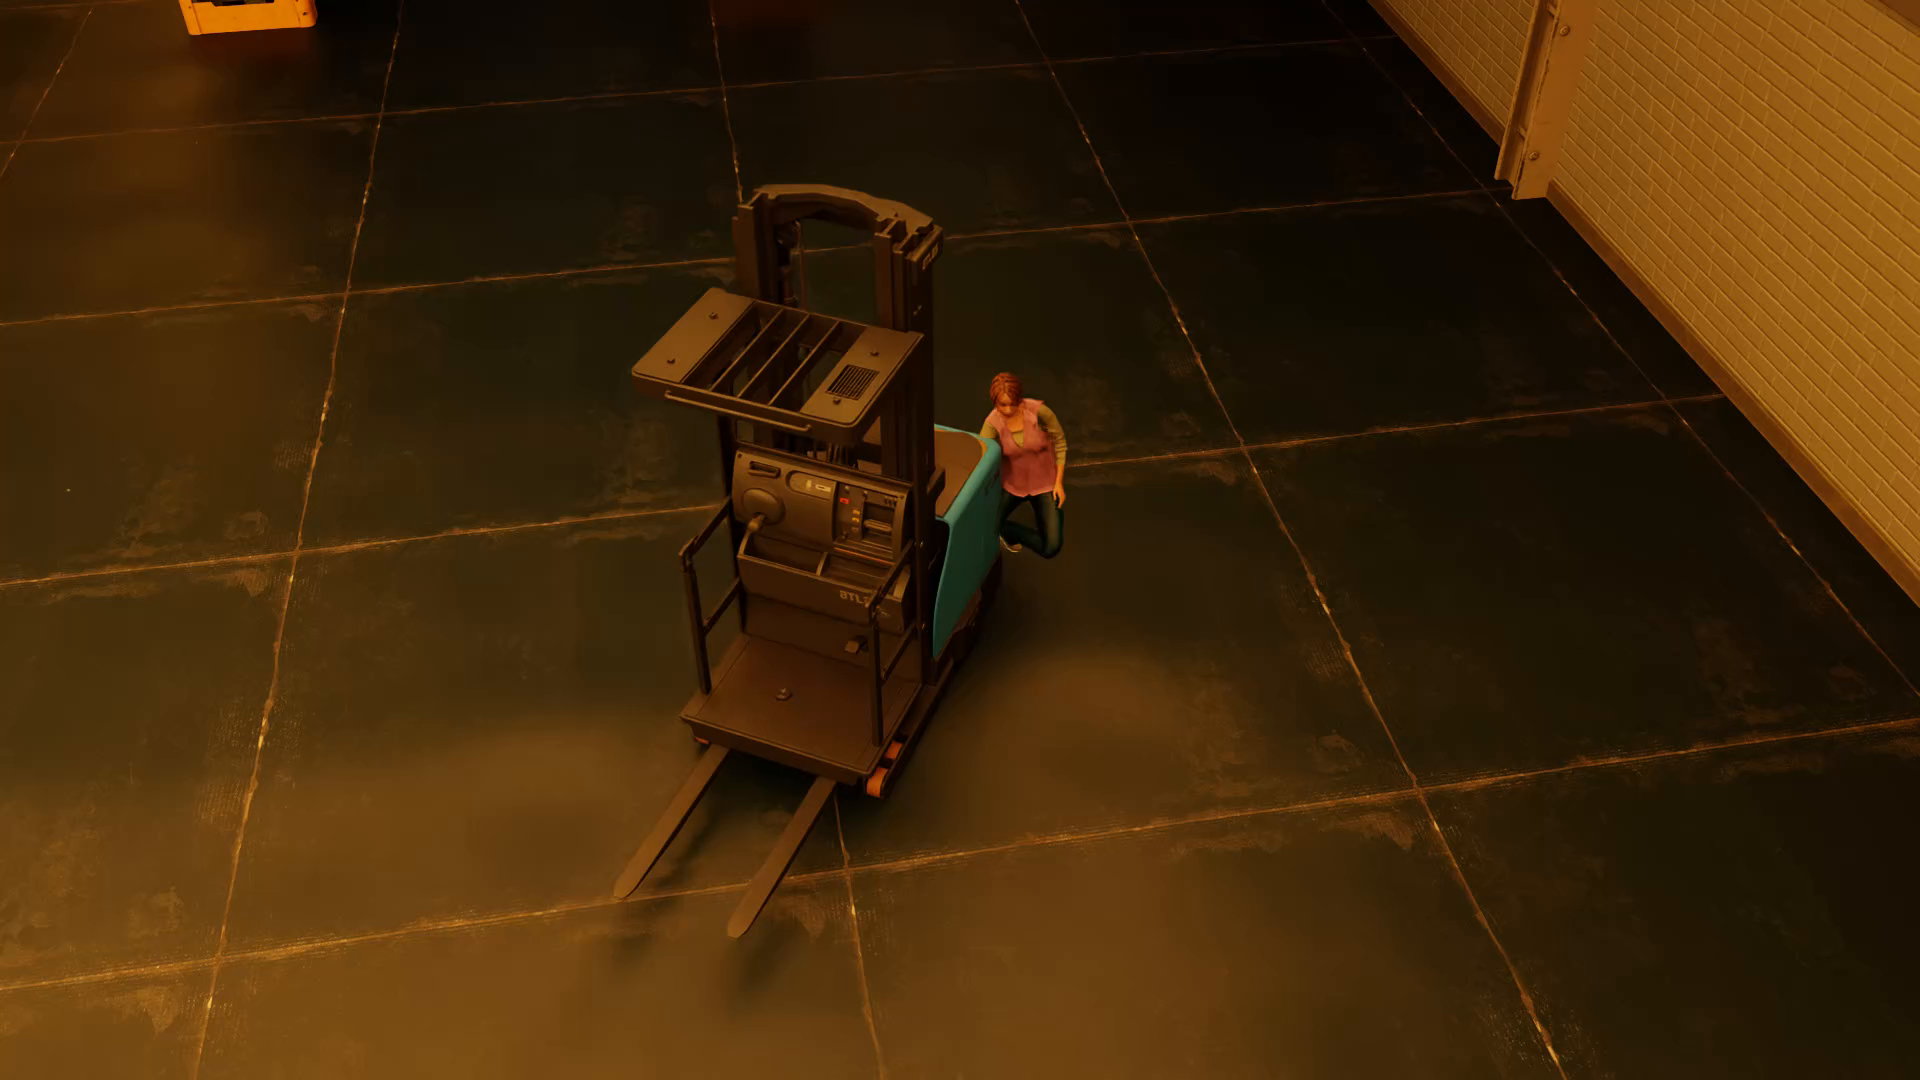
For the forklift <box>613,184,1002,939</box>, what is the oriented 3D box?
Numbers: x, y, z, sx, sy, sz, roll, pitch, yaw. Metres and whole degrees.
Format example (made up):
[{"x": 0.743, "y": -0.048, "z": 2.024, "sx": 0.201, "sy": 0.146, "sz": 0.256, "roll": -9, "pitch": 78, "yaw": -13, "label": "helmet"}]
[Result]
[{"x": -0.776, "y": -0.090, "z": 8.063, "sx": 1.130, "sy": 2.935, "sz": 3.031, "roll": 15, "pitch": 42, "yaw": 17, "label": "forklift"}]

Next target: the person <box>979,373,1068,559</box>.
[{"x": 0.256, "y": -0.239, "z": 9.373, "sx": 0.682, "sy": 1.452, "sz": 0.597, "roll": 2, "pitch": 40, "yaw": 3, "label": "person"}]
